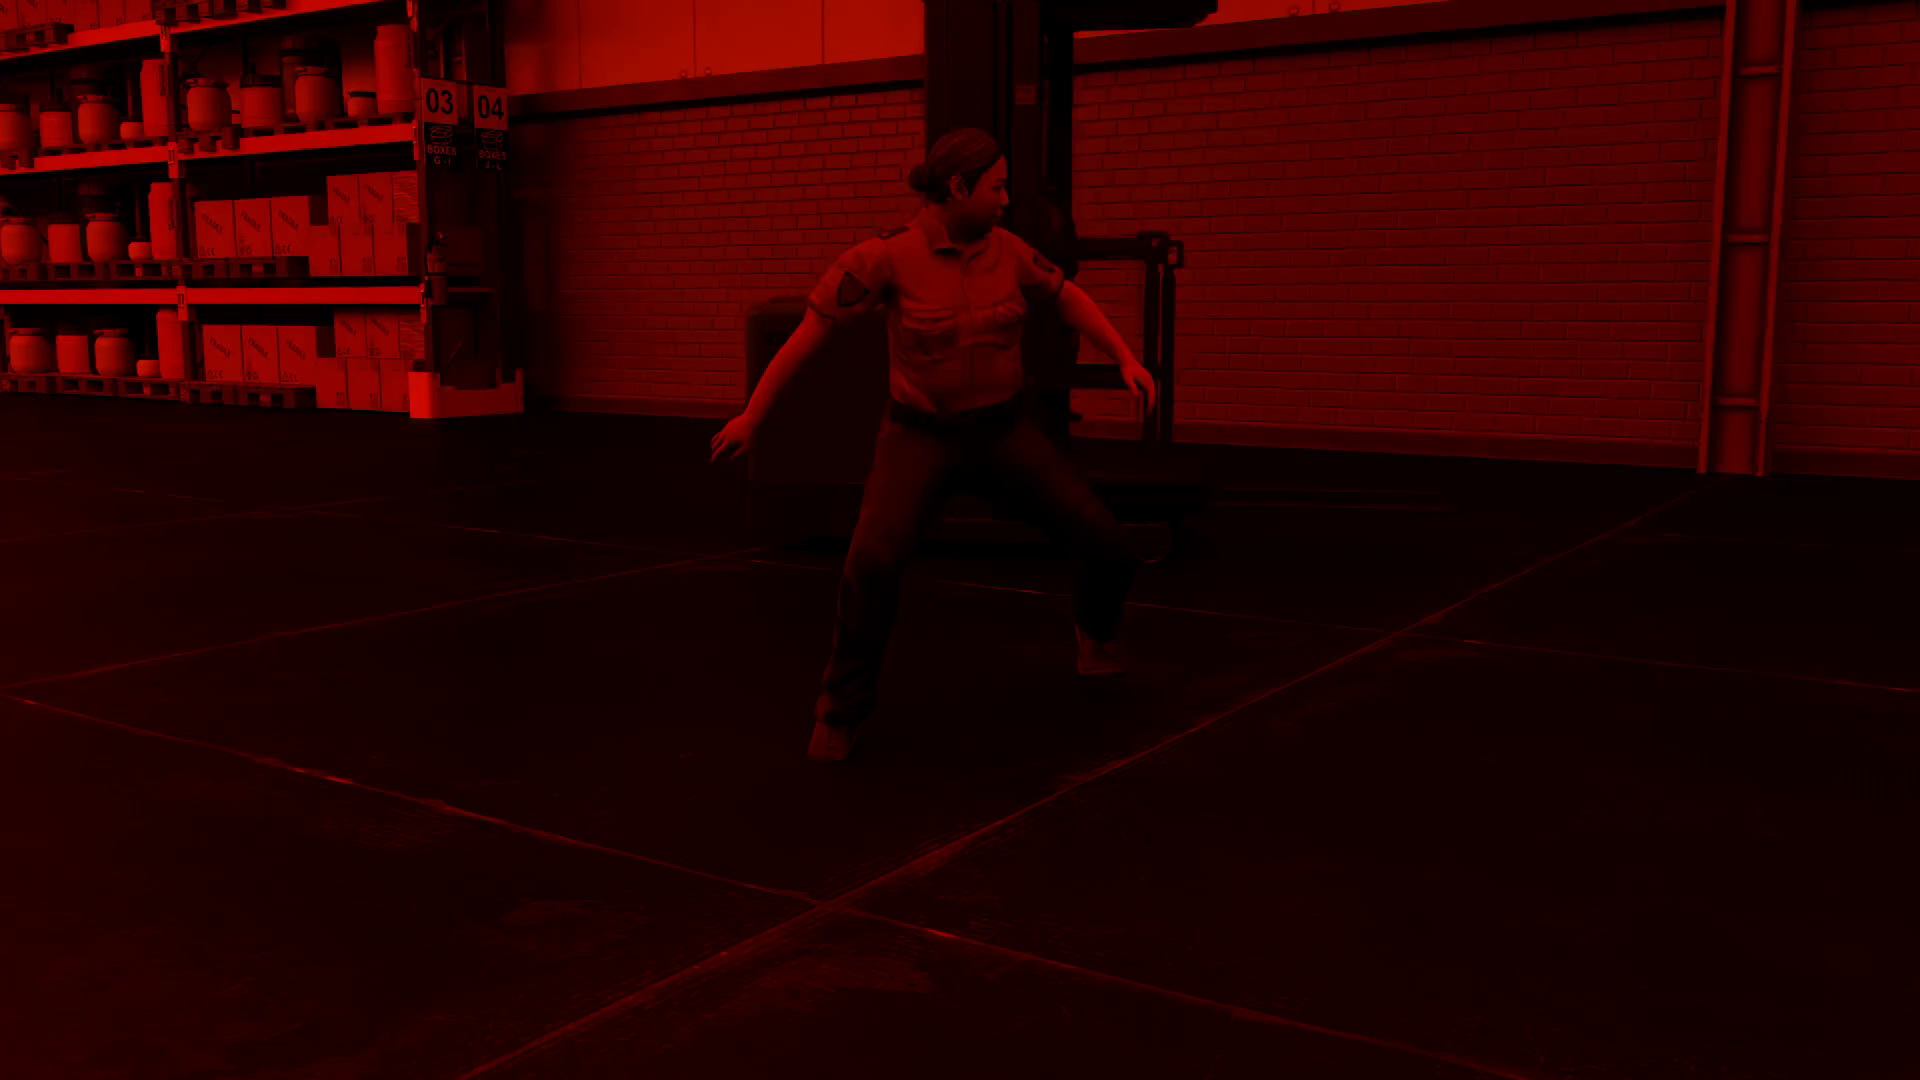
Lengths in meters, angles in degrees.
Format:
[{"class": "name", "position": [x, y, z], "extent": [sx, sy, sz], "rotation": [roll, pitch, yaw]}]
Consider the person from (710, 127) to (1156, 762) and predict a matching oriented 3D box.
[{"class": "person", "position": [-0.033, -0.224, 4.145], "extent": [1.130, 1.555, 0.509], "rotation": [-3, 9, -22]}]

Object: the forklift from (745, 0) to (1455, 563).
[{"class": "forklift", "position": [0.621, -1.437, 7.298], "extent": [3.031, 2.935, 1.130], "rotation": [2, 8, 11]}]
